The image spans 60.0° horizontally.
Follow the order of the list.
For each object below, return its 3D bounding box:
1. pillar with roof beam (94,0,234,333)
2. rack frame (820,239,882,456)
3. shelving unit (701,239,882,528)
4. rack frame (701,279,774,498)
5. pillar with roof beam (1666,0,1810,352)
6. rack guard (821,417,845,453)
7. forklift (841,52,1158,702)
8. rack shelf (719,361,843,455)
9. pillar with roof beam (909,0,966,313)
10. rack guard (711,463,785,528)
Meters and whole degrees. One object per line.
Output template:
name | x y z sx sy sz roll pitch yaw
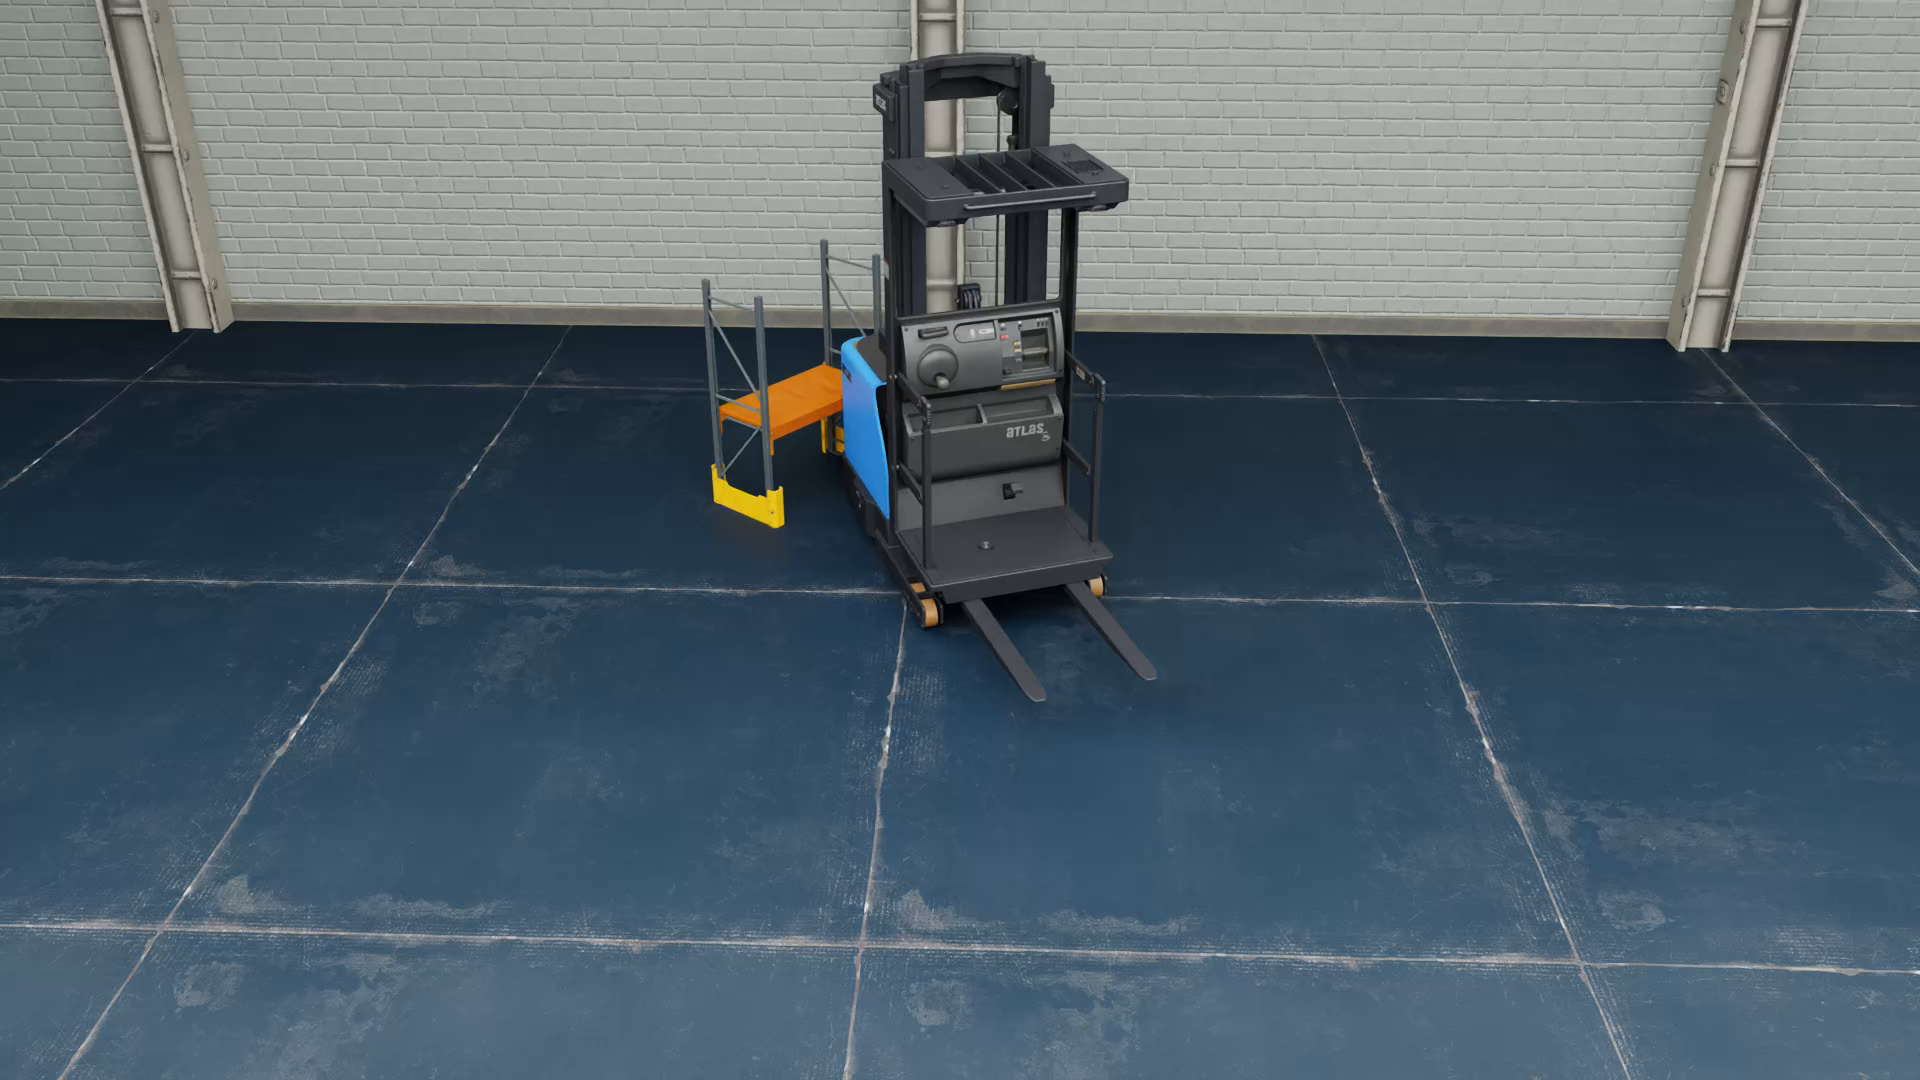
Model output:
pillar with roof beam | -6.311 -3.709 7.638 0.400 9.000 9.100 1 28 2
rack frame | -0.700 -1.196 10.905 0.500 1.500 0.032 22 35 35
shelving unit | -1.022 -1.018 10.568 0.587 1.500 1.083 22 35 35
rack frame | -1.356 -0.833 10.219 0.500 1.500 0.032 22 35 35
pillar with roof beam | 5.682 -3.510 7.264 0.400 9.000 9.100 1 28 2
rack guard | -0.701 -0.644 11.197 0.587 0.250 0.087 22 35 35
forklift | 0.202 -1.016 9.038 1.130 2.935 3.031 -9 29 -17
rack shelf | -1.028 -0.856 10.647 0.538 0.185 1.000 22 35 35
pillar with roof beam | -0.315 -3.610 7.451 0.400 9.000 9.100 1 28 2
rack guard | -1.344 -0.287 10.525 0.587 0.250 0.087 22 35 35
